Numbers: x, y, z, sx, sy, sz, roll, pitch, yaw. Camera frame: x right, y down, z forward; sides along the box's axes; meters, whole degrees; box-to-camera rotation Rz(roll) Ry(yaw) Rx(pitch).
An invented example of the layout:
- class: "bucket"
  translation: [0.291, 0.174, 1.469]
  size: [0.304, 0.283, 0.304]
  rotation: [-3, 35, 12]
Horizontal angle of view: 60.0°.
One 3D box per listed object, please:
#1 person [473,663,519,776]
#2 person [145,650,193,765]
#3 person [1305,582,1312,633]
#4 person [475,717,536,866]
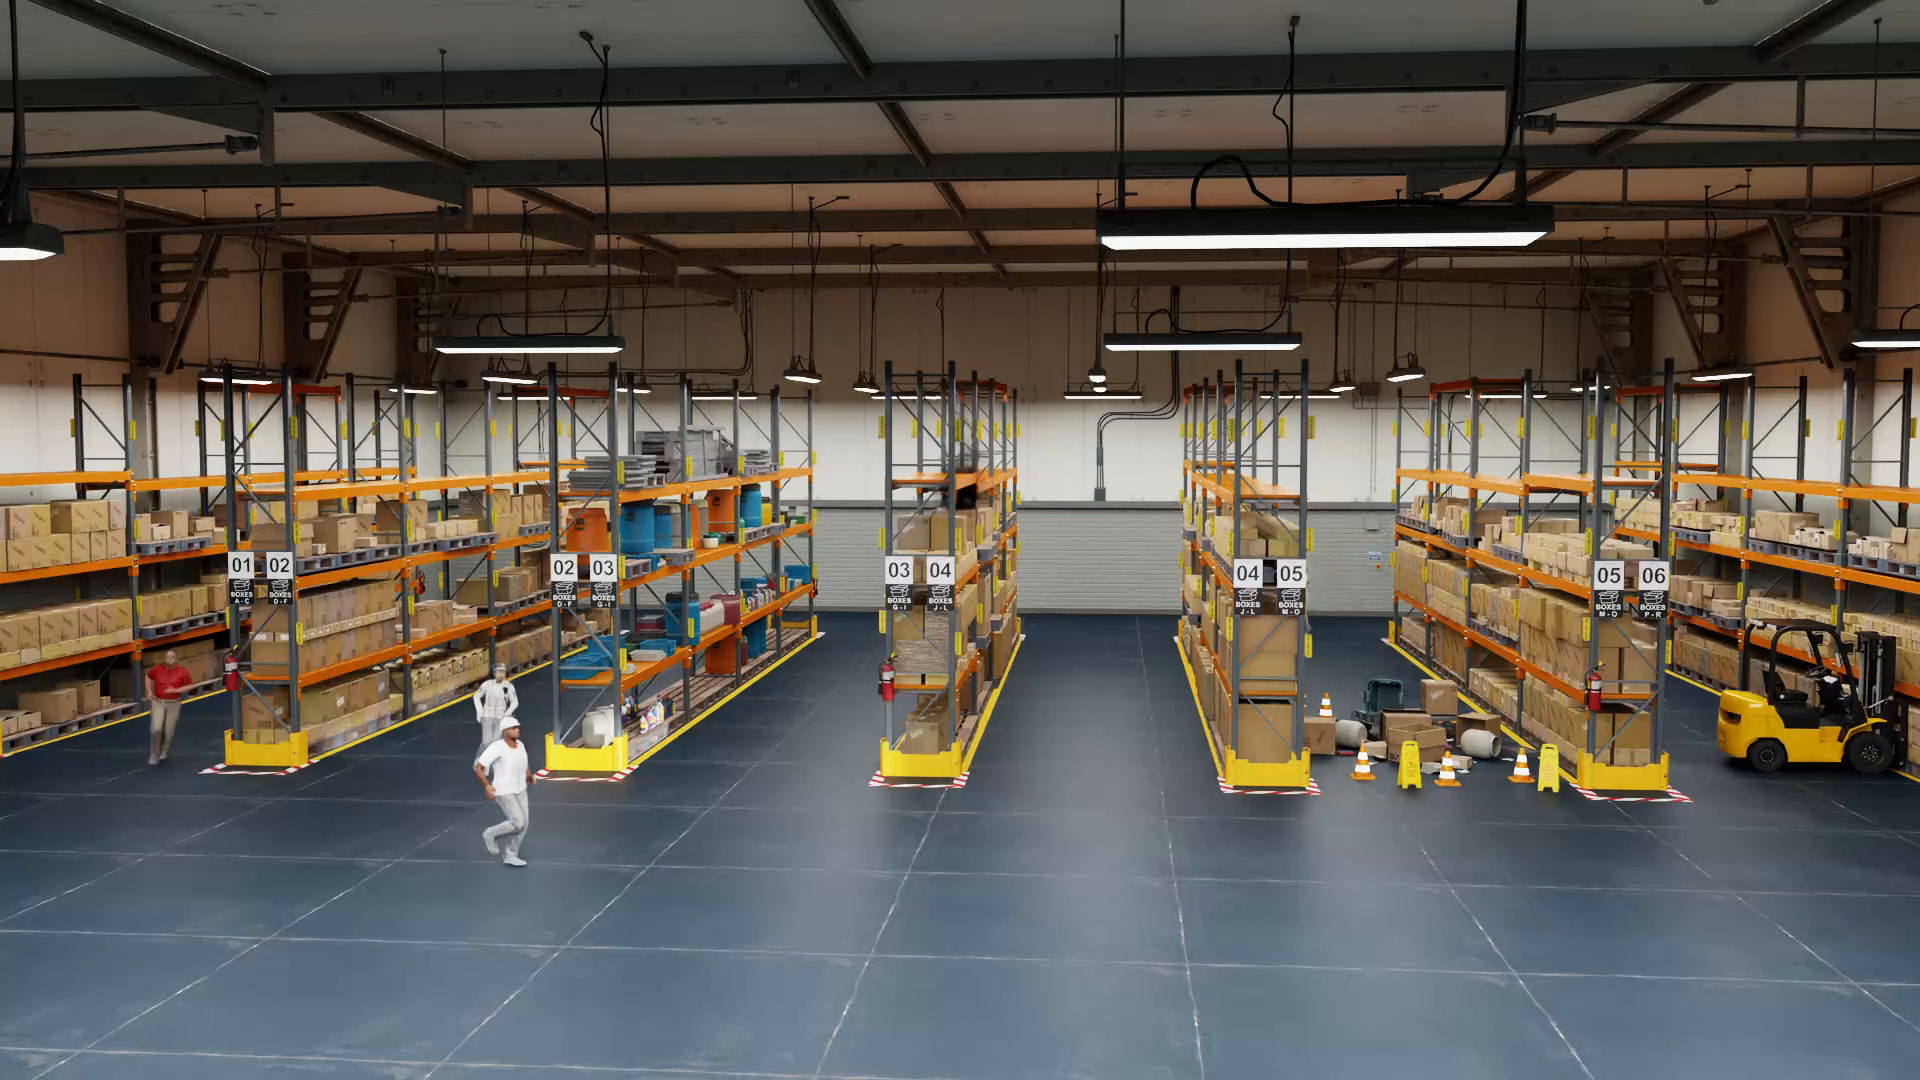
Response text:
- class: "person"
  translation: [-6.742, 2.595, 24.162]
  size: [0.647, 1.636, 0.501]
  rotation: [-1, 4, -21]
- class: "person"
  translation: [-11.903, 2.530, 25.044]
  size: [0.651, 1.771, 0.674]
  rotation: [-2, 4, -23]
- class: "person"
  translation: [8.193, 1.463, 40.631]
  size: [0.794, 1.850, 0.629]
  rotation: [1, 4, 12]
- class: "person"
  translation: [-5.191, 2.892, 19.158]
  size: [0.598, 1.725, 0.720]
  rotation: [2, 4, 26]
